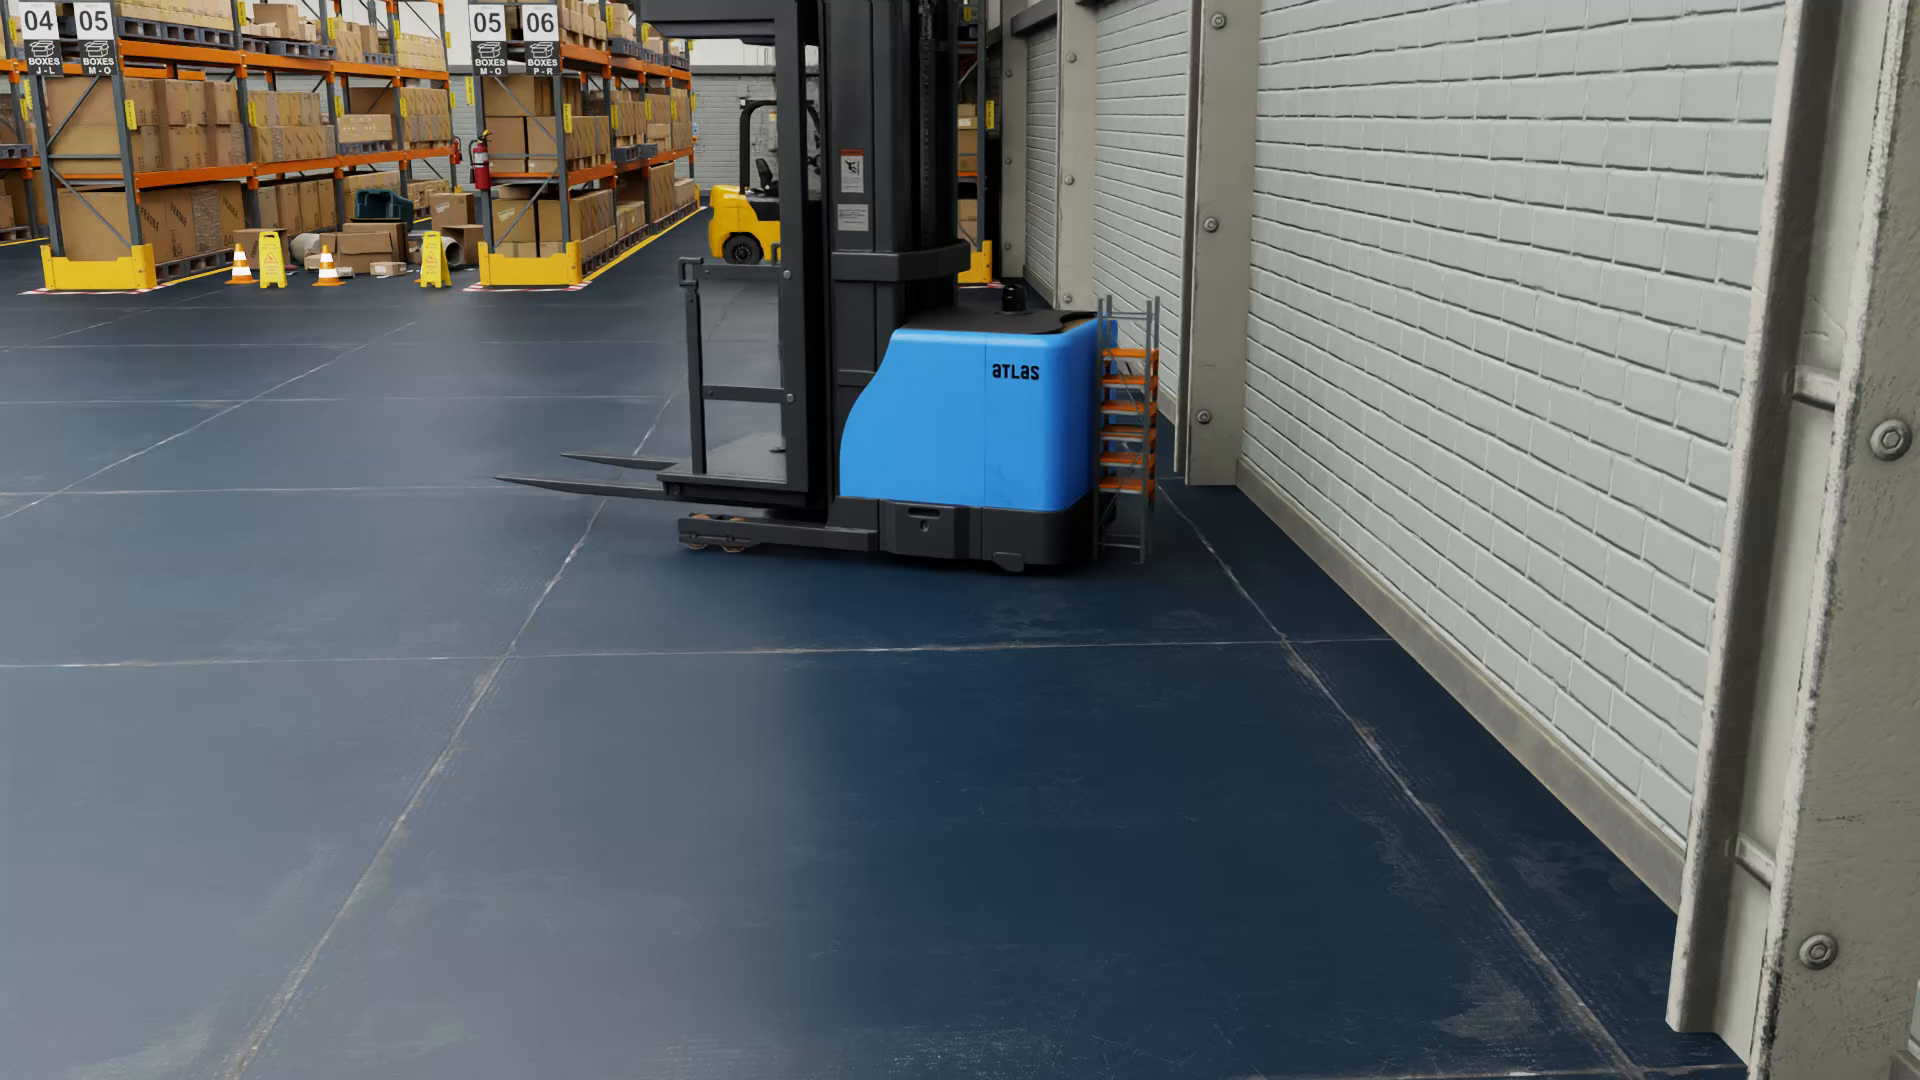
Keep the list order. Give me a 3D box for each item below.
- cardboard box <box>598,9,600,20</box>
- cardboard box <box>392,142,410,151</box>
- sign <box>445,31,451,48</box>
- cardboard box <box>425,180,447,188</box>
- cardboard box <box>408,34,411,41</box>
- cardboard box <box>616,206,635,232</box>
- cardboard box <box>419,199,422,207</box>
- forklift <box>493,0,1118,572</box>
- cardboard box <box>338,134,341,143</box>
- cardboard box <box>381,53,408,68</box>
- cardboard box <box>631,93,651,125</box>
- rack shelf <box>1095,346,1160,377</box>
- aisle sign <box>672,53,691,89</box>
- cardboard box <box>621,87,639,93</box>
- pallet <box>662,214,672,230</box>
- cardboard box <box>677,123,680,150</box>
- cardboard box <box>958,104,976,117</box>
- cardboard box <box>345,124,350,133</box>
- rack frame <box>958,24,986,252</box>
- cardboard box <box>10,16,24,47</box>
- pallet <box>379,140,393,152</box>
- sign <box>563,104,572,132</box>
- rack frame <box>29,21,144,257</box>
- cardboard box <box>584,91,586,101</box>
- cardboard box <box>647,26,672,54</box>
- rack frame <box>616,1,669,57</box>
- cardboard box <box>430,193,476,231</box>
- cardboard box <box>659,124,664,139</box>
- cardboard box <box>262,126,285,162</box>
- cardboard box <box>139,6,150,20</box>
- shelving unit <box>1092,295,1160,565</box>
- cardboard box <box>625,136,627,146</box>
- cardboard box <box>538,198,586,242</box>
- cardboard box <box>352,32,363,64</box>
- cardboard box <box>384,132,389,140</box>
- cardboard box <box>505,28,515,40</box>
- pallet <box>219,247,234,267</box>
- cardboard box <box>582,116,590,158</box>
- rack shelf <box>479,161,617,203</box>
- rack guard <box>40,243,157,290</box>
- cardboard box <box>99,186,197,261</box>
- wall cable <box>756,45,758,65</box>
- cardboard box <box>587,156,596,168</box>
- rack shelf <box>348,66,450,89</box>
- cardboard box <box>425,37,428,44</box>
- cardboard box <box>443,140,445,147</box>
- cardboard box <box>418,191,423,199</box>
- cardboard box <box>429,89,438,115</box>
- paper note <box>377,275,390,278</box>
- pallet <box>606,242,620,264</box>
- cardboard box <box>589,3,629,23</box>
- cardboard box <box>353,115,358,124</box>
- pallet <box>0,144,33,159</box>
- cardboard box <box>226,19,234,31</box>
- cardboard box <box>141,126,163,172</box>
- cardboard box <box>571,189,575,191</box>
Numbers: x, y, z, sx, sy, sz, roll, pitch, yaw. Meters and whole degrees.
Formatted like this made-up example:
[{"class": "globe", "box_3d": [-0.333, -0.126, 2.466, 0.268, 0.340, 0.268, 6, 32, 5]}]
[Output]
[{"class": "cardboard box", "box_3d": [-5.073, -7.100, 22.485, 0.380, 0.149, 0.250, -1, 14, -5]}, {"class": "cardboard box", "box_3d": [-10.525, -7.364, 31.130, 0.380, 0.149, 0.250, 0, 14, -1]}, {"class": "sign", "box_3d": [-10.526, -10.290, 34.202, 0.100, 0.325, 0.005, -1, 14, -3]}, {"class": "cardboard box", "box_3d": [-10.695, -7.262, 33.915, 0.380, 0.149, 0.250, -1, 14, -5]}, {"class": "cardboard box", "box_3d": [-10.673, -9.560, 31.641, 0.380, 0.149, 0.250, -1, 14, -5]}, {"class": "cardboard box", "box_3d": [-5.531, -4.935, 25.616, 0.950, 0.372, 0.625, 0, 14, -2]}, {"class": "cardboard box", "box_3d": [-10.736, -6.584, 32.474, 0.380, 0.149, 0.250, -2, 15, -6]}, {"class": "forklift", "box_3d": [-0.809, -1.476, 7.881, 3.031, 2.935, 1.130, 5, 15, 18]}, {"class": "cardboard box", "box_3d": [-10.412, -6.611, 27.363, 0.380, 0.149, 0.250, -1, 14, -4]}, {"class": "cardboard box", "box_3d": [-10.599, -8.909, 30.914, 0.500, 0.250, 0.500, 0, 14, -1]}, {"class": "cardboard box", "box_3d": [-5.438, -7.176, 27.688, 0.500, 0.500, 0.500, -1, 14, -5]}, {"class": "rack shelf", "box_3d": [0.754, -0.805, 7.480, 0.258, 0.103, 0.180, 4, 15, 17]}, {"class": "aisle sign", "box_3d": [-5.842, -9.788, 34.831, 0.394, 0.787, 0.004, -1, 14, -3]}, {"class": "cardboard box", "box_3d": [-6.236, -8.430, 31.261, 0.380, 0.149, 0.250, -1, 14, -5]}, {"class": "pallet", "box_3d": [-5.698, -5.666, 29.624, 1.003, 0.211, 1.213, -1, 14, -3]}, {"class": "cardboard box", "box_3d": [-5.694, -7.806, 32.144, 0.500, 0.500, 0.500, -1, 14, -3]}, {"class": "cardboard box", "box_3d": [-0.010, -5.198, 20.109, 0.380, 0.149, 0.250, -1, 14, -5]}, {"class": "cardboard box", "box_3d": [-10.454, -6.898, 27.880, 0.380, 0.149, 0.250, -1, 14, -5]}, {"class": "rack frame", "box_3d": [-0.202, -4.604, 19.902, 1.000, 3.000, 0.127, -1, 14, -3]}, {"class": "cardboard box", "box_3d": [-15.652, -8.220, 26.885, 0.797, 0.503, 0.637, 0, 14, 0]}, {"class": "pallet", "box_3d": [-10.931, -7.125, 30.082, 1.003, 0.211, 1.213, -1, 14, -3]}, {"class": "sign", "box_3d": [-4.614, -4.955, 19.526, 0.100, 0.325, 0.005, -1, 14, -3]}, {"class": "rack frame", "box_3d": [-10.090, -4.425, 19.206, 1.000, 3.000, 0.127, -1, 14, -3]}, {"class": "cardboard box", "box_3d": [-5.754, -6.582, 24.646, 0.380, 0.149, 0.250, -2, 15, -6]}, {"class": "cardboard box", "box_3d": [-5.726, -9.414, 31.330, 0.500, 0.500, 0.500, -1, 14, -2]}, {"class": "rack frame", "box_3d": [-5.899, -10.417, 30.453, 1.000, 3.000, 0.127, -1, 14, -3]}, {"class": "cardboard box", "box_3d": [-7.178, -4.643, 23.549, 0.500, 0.500, 0.500, -1, 14, -3]}, {"class": "cardboard box", "box_3d": [-5.504, -7.195, 29.268, 0.500, 0.250, 0.500, -1, 14, -2]}, {"class": "cardboard box", "box_3d": [-10.134, -5.729, 24.073, 0.500, 0.500, 0.500, -1, 14, -3]}, {"class": "cardboard box", "box_3d": [-9.823, -6.224, 19.638, 0.380, 0.149, 0.250, -1, 14, -3]}, {"class": "shelving unit", "box_3d": [0.754, -0.499, 7.558, 0.258, 1.200, 0.189, 4, 15, 17]}, {"class": "cardboard box", "box_3d": [-5.211, -6.003, 25.001, 0.380, 0.149, 0.250, -1, 14, -3]}, {"class": "cardboard box", "box_3d": [-4.932, -3.973, 20.617, 0.500, 0.500, 0.500, -1, 14, -5]}, {"class": "cardboard box", "box_3d": [-10.430, -8.311, 28.087, 0.500, 0.500, 0.500, -1, 14, -3]}, {"class": "cardboard box", "box_3d": [-10.595, -7.331, 30.161, 0.380, 0.149, 0.250, -1, 14, -3]}, {"class": "cardboard box", "box_3d": [-5.457, -5.942, 19.587, 0.380, 0.149, 0.250, -1, 14, -3]}, {"class": "pallet", "box_3d": [-10.369, -3.879, 22.680, 1.003, 0.211, 1.213, -1, 14, -3]}, {"class": "cardboard box", "box_3d": [-4.977, -5.097, 21.019, 0.500, 0.500, 0.500, -1, 14, -5]}, {"class": "rack shelf", "box_3d": [-5.280, -4.676, 21.624, 1.077, 0.370, 4.000, -1, 14, -3]}, {"class": "rack guard", "box_3d": [-10.089, -3.209, 19.495, 1.175, 0.500, 0.348, -1, 14, -3]}, {"class": "cardboard box", "box_3d": [-10.255, -3.986, 20.921, 0.875, 0.875, 0.875, -1, 14, -4]}, {"class": "wall cable", "box_3d": [-6.030, -12.833, 39.843, 2.355, 3.000, 0.029, -1, 14, -3]}, {"class": "cardboard box", "box_3d": [-4.975, -4.945, 21.729, 0.380, 0.149, 0.250, -1, 14, -3]}, {"class": "rack shelf", "box_3d": [-10.958, -9.011, 32.454, 1.077, 0.370, 4.000, -1, 14, -3]}, {"class": "cardboard box", "box_3d": [-10.753, -9.887, 32.911, 0.380, 0.149, 0.250, -1, 14, -5]}, {"class": "cardboard box", "box_3d": [-10.801, -8.144, 34.162, 0.380, 0.149, 0.250, -1, 14, -4]}, {"class": "cardboard box", "box_3d": [-10.700, -6.729, 32.442, 0.380, 0.149, 0.250, 0, 14, -1]}, {"class": "cardboard box", "box_3d": [-10.732, -8.716, 33.078, 0.500, 0.500, 0.500, 0, 14, -1]}, {"class": "paper note", "box_3d": [-7.201, -3.293, 20.765, 0.148, 0.019, 0.142, -6, 16, -23]}, {"class": "pallet", "box_3d": [-5.327, -4.005, 23.168, 1.003, 0.211, 1.213, -1, 14, -3]}, {"class": "cardboard box", "box_3d": [-5.081, -7.623, 24.068, 0.500, 0.250, 0.500, -1, 14, -5]}, {"class": "cardboard box", "box_3d": [-10.486, -7.164, 28.317, 0.380, 0.149, 0.250, 0, 14, -1]}, {"class": "pallet", "box_3d": [-15.392, -6.095, 26.081, 1.213, 0.211, 1.003, -1, 14, -3]}, {"class": "cardboard box", "box_3d": [-9.996, -6.917, 22.332, 0.380, 0.149, 0.250, -1, 14, -4]}, {"class": "cardboard box", "box_3d": [-10.214, -4.726, 20.074, 0.875, 0.550, 0.550, -1, 14, -3]}, {"class": "cardboard box", "box_3d": [-5.637, -4.606, 23.078, 0.500, 0.500, 0.500, 0, 14, -1]}]
